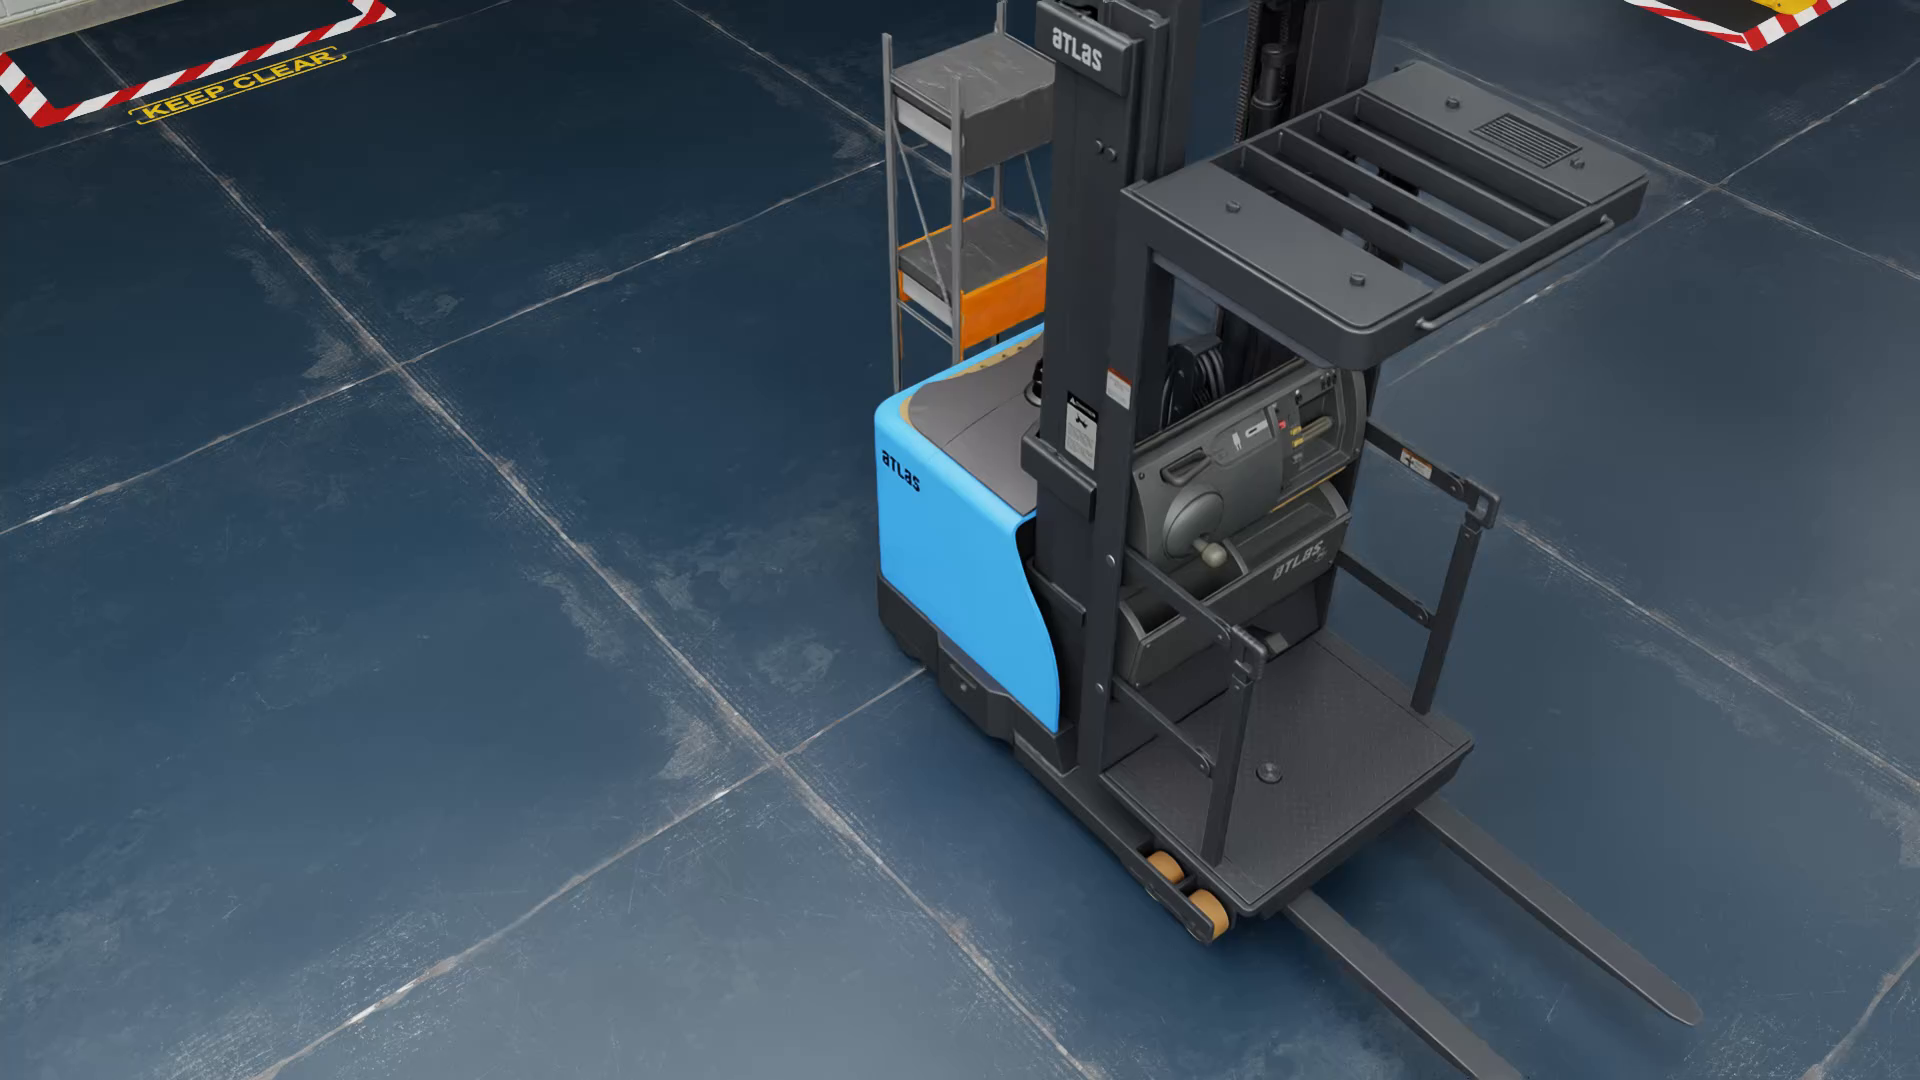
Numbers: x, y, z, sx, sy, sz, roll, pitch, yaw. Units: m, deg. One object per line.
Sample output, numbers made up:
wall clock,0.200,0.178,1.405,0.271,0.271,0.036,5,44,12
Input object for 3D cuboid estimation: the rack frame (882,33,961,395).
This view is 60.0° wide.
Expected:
rack frame,-0.126,-0.789,6.057,0.015,2.100,0.400,-29,50,-27

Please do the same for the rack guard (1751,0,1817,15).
rack guard,4.832,-3.758,10.387,0.348,0.500,1.175,-30,51,-28

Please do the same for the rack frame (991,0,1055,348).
rack frame,0.256,-0.998,6.279,0.015,2.100,0.400,-29,50,-27

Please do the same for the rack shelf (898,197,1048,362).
rack shelf,0.065,-0.884,6.177,0.480,0.518,0.431,-29,50,-27

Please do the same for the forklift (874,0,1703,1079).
forklift,1.000,-0.165,4.785,1.130,2.935,3.031,-29,50,-27

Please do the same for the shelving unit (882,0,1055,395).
shelving unit,0.065,-0.893,6.168,0.503,2.100,0.431,-29,50,-27

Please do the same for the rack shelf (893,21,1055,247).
rack shelf,0.065,-1.394,5.698,0.480,0.518,0.431,-29,50,-27
